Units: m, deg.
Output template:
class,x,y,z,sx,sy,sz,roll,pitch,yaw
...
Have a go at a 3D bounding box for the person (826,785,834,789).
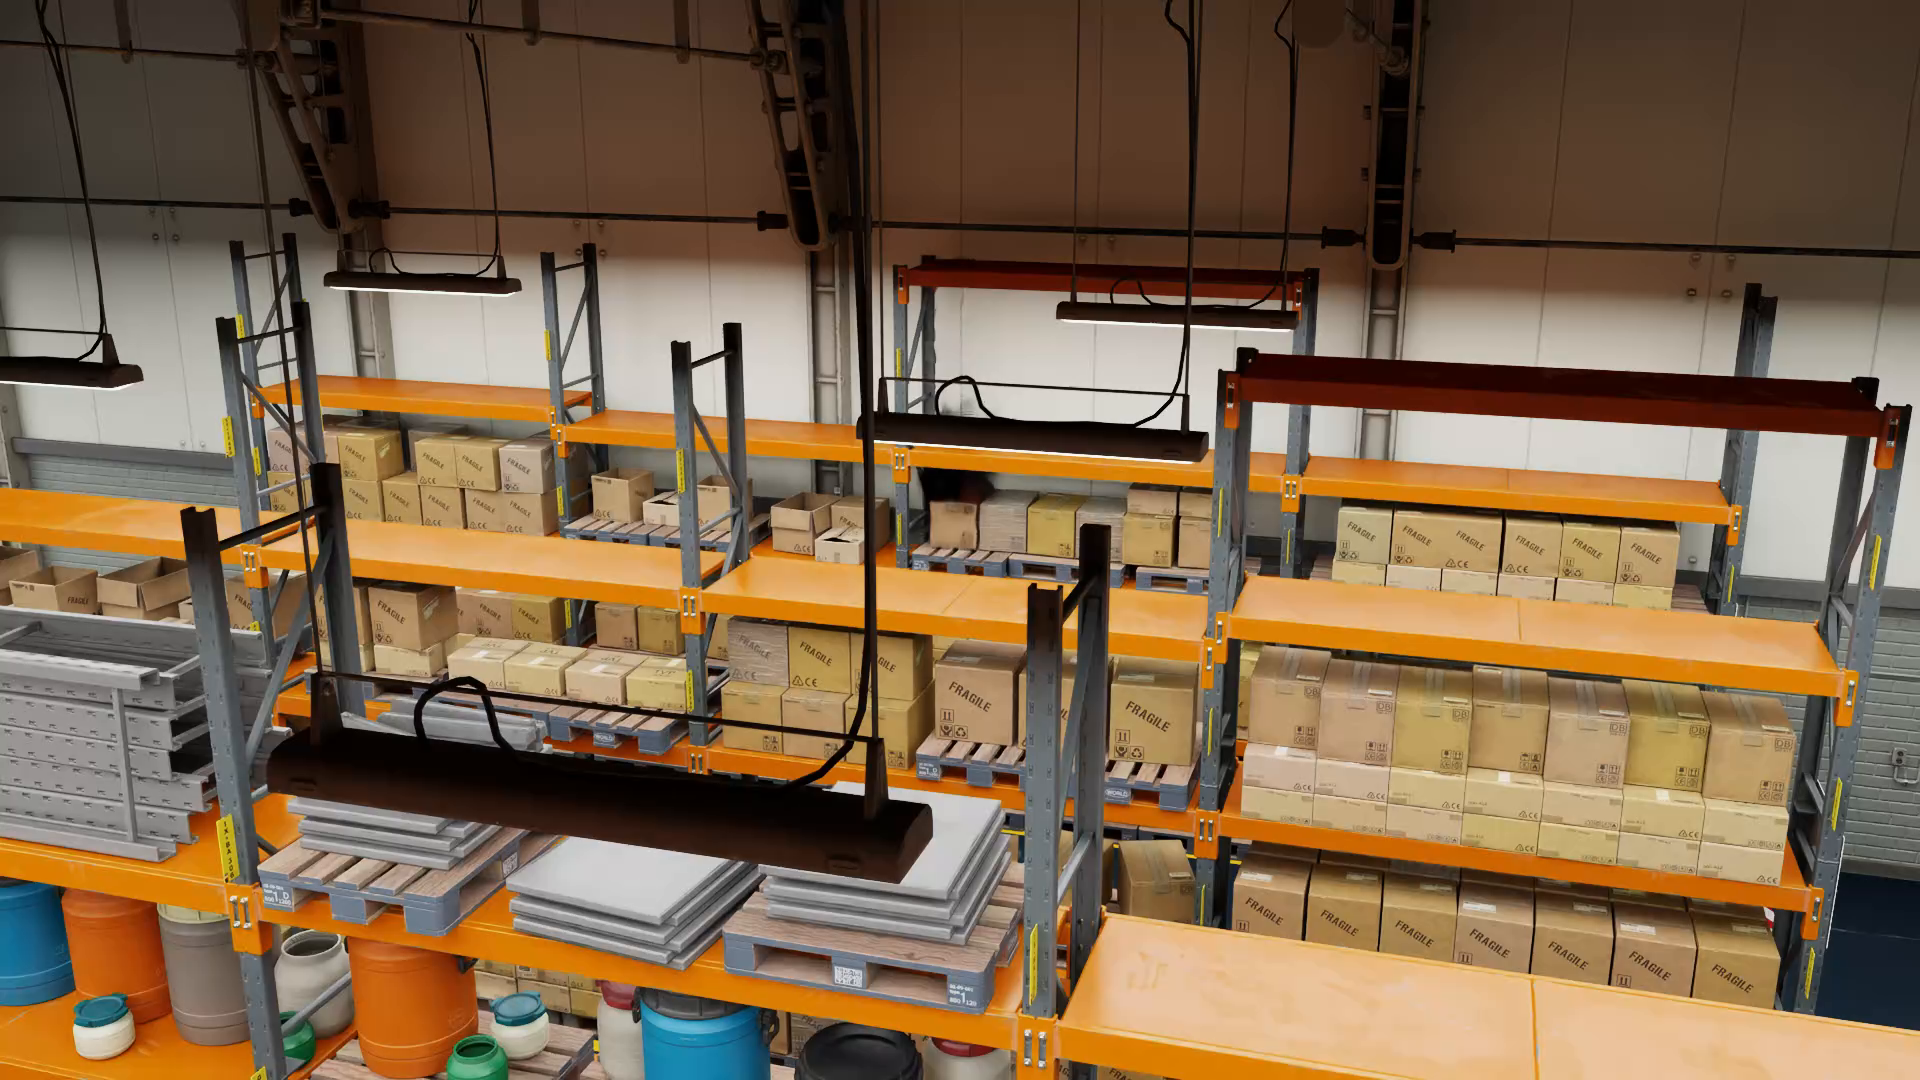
class,x,y,z,sx,sy,sz,roll,pitch,yaw
person,-1.070,2.755,16.046,0.724,1.735,0.704,3,16,10
